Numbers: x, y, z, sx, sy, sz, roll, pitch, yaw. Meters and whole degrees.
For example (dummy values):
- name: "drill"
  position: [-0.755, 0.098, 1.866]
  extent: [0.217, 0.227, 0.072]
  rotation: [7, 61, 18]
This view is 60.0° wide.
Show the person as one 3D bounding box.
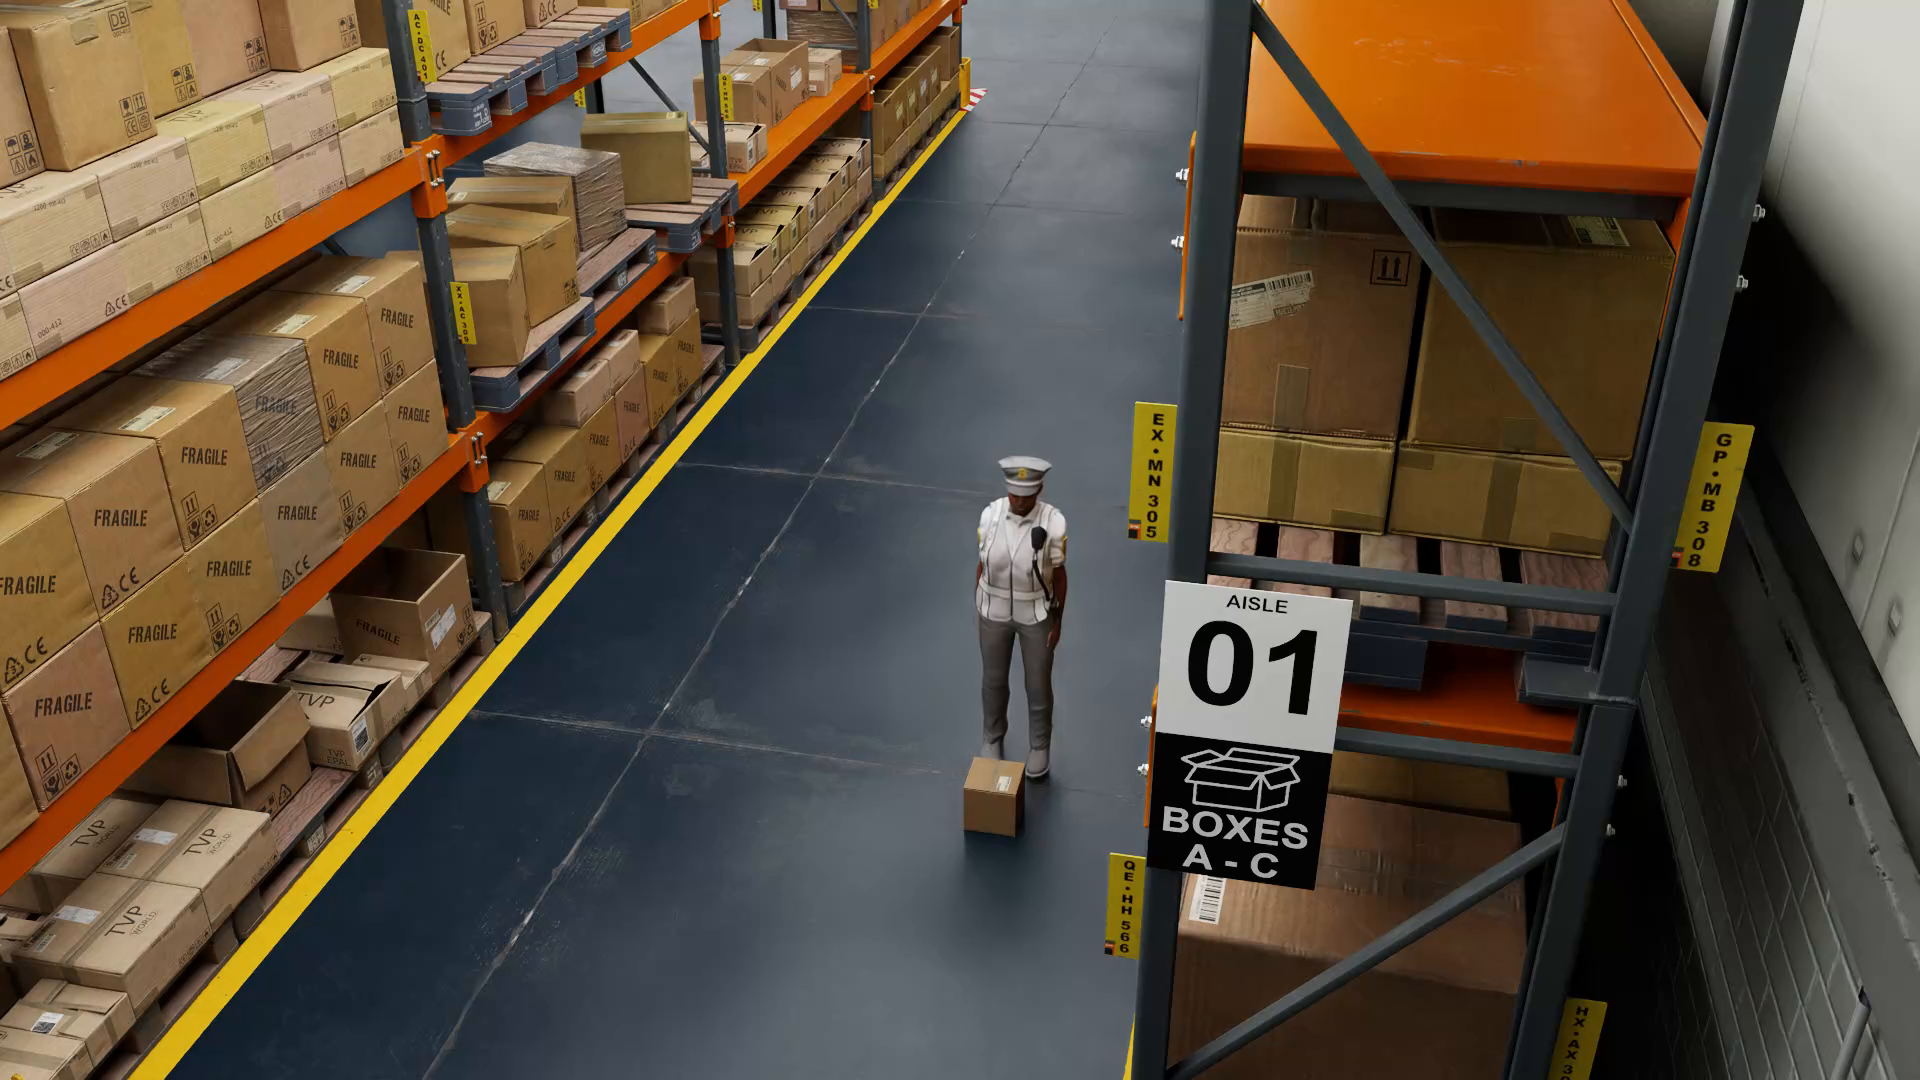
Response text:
- name: "person"
  position: [0.286, 0.365, 7.939]
  extent: [0.436, 1.678, 0.339]
  rotation: [7, 30, 12]
